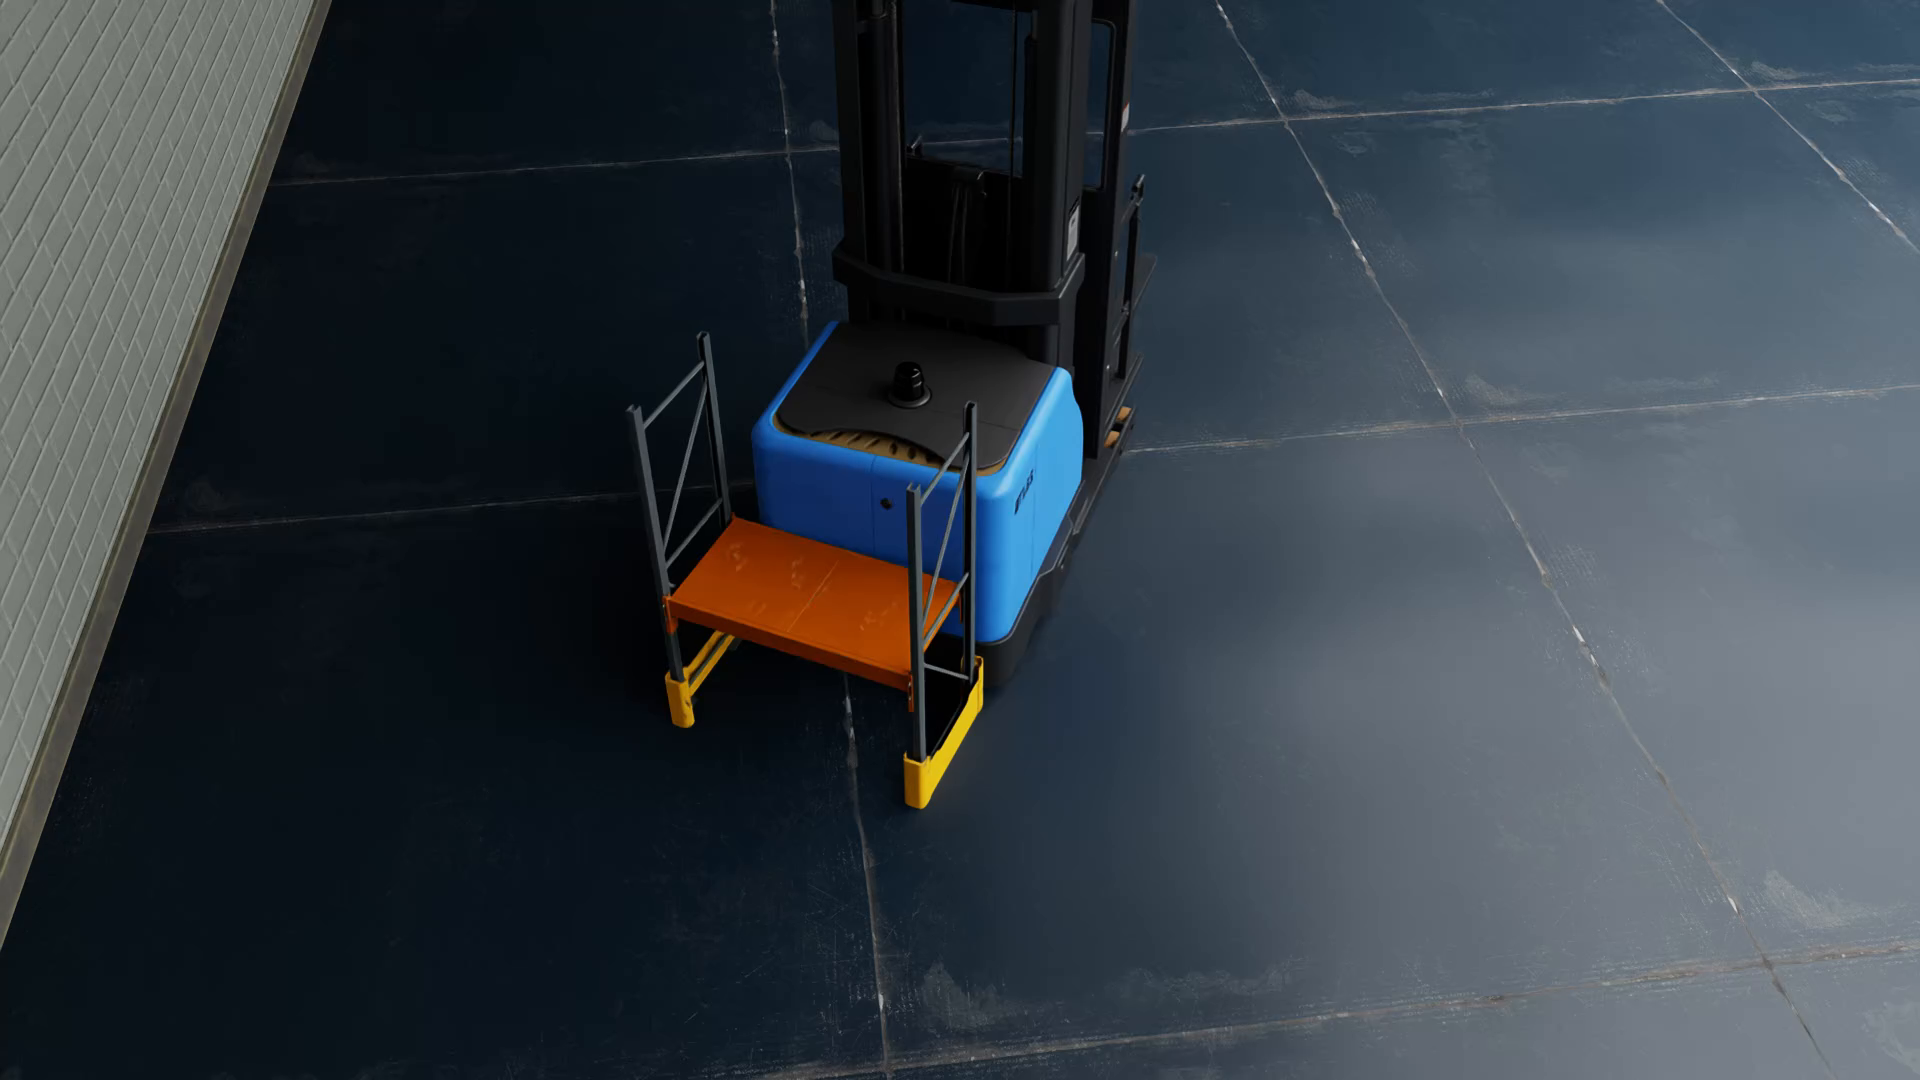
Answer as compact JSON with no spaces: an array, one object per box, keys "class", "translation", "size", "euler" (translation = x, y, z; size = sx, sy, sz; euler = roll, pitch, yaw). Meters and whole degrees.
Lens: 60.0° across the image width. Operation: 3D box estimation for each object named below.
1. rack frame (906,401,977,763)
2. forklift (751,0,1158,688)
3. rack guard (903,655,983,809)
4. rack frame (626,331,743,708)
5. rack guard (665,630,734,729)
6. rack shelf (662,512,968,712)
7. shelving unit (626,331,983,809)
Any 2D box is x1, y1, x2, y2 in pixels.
[{"class":"rack frame","translation":[-0.056,0.251,5.851],"size":[0.032,1.500,0.500],"euler":[16,44,17]},{"class":"forklift","translation":[0.185,-1.510,6.736],"size":[1.130,2.935,3.031],"euler":[13,44,14]},{"class":"rack guard","translation":[-0.057,0.715,6.270],"size":[0.087,0.250,0.587],"euler":[16,44,17]},{"class":"rack frame","translation":[-0.990,-0.019,6.151],"size":[0.032,1.500,0.500],"euler":[16,44,17]},{"class":"rack guard","translation":[-0.972,0.451,6.564],"size":[0.087,0.250,0.587],"euler":[16,44,17]},{"class":"rack shelf","translation":[-0.523,0.250,6.122],"size":[1.000,0.185,0.538],"euler":[16,44,17]},{"class":"shelving unit","translation":[-0.515,0.119,5.998],"size":[1.083,1.500,0.587],"euler":[16,44,17]}]
